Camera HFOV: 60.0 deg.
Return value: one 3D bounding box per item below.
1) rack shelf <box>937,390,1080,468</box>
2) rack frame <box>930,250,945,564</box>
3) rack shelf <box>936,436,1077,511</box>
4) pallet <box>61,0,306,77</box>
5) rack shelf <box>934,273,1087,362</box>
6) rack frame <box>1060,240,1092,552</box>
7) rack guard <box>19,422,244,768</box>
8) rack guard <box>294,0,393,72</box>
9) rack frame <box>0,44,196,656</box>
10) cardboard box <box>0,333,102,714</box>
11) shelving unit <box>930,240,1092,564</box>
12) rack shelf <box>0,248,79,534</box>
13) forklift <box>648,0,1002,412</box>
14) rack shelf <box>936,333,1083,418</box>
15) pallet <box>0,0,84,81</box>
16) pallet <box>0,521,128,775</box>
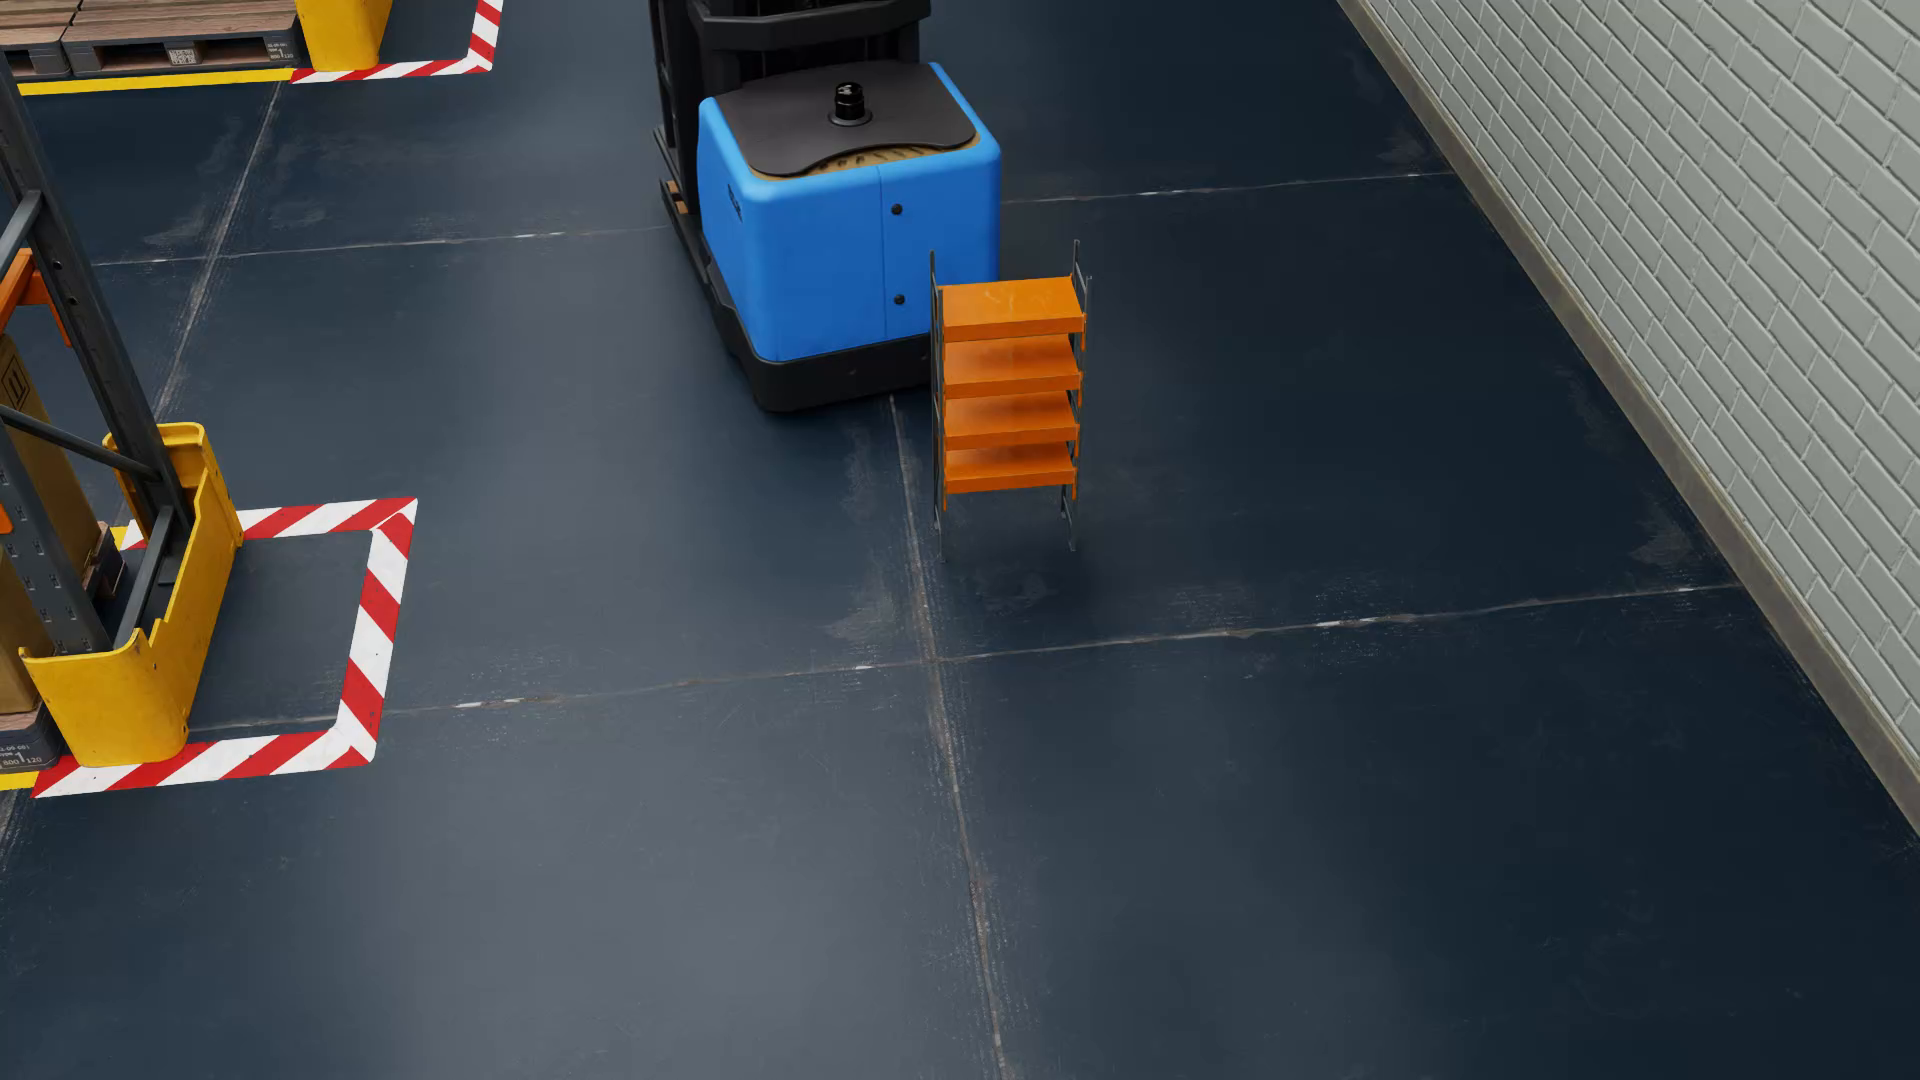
[{"bbox_3d":[0.164,-0.410,5.909,0.480,0.148,0.258,-5,42,-6],"label":"rack shelf"},{"bbox_3d":[-0.078,-0.439,5.841,0.015,1.200,0.240,-5,42,-6],"label":"rack frame"},{"bbox_3d":[0.164,-0.263,6.042,0.480,0.148,0.258,-5,42,-6],"label":"rack shelf"},{"bbox_3d":[-4.289,-2.974,9.389,1.213,0.211,1.003,-5,42,-6],"label":"pallet"},{"bbox_3d":[0.164,-0.752,5.601,0.480,0.148,0.258,-5,42,-6],"label":"rack shelf"},{"bbox_3d":[0.406,-0.481,5.888,0.015,1.200,0.240,-5,42,-6],"label":"rack frame"},{"bbox_3d":[-2.800,0.161,5.699,0.348,0.500,1.175,-5,42,-6],"label":"rack guard"},{"bbox_3d":[-3.444,-3.137,9.355,0.348,0.500,1.175,-5,42,-6],"label":"rack guard"},{"bbox_3d":[-2.824,-0.765,4.859,0.127,3.000,1.000,-5,42,-6],"label":"rack frame"},{"bbox_3d":[-3.448,-0.024,5.310,0.875,0.875,0.875,-5,42,-6],"label":"cardboard box"},{"bbox_3d":[0.164,-0.460,5.864,0.503,1.200,0.258,-5,42,-6],"label":"shelving unit"},{"bbox_3d":[-4.807,-0.325,4.907,4.000,0.370,1.077,-5,42,-6],"label":"rack shelf"},{"bbox_3d":[-0.791,-2.604,6.949,1.130,2.935,3.031,-13,44,-14],"label":"forklift"},{"bbox_3d":[0.164,-0.576,5.759,0.480,0.148,0.258,-5,42,-6],"label":"rack shelf"},{"bbox_3d":[-5.496,-2.870,9.274,1.213,0.211,1.003,-5,42,-6],"label":"pallet"},{"bbox_3d":[-3.607,0.391,5.658,1.213,0.211,1.003,-5,42,-6],"label":"pallet"}]
